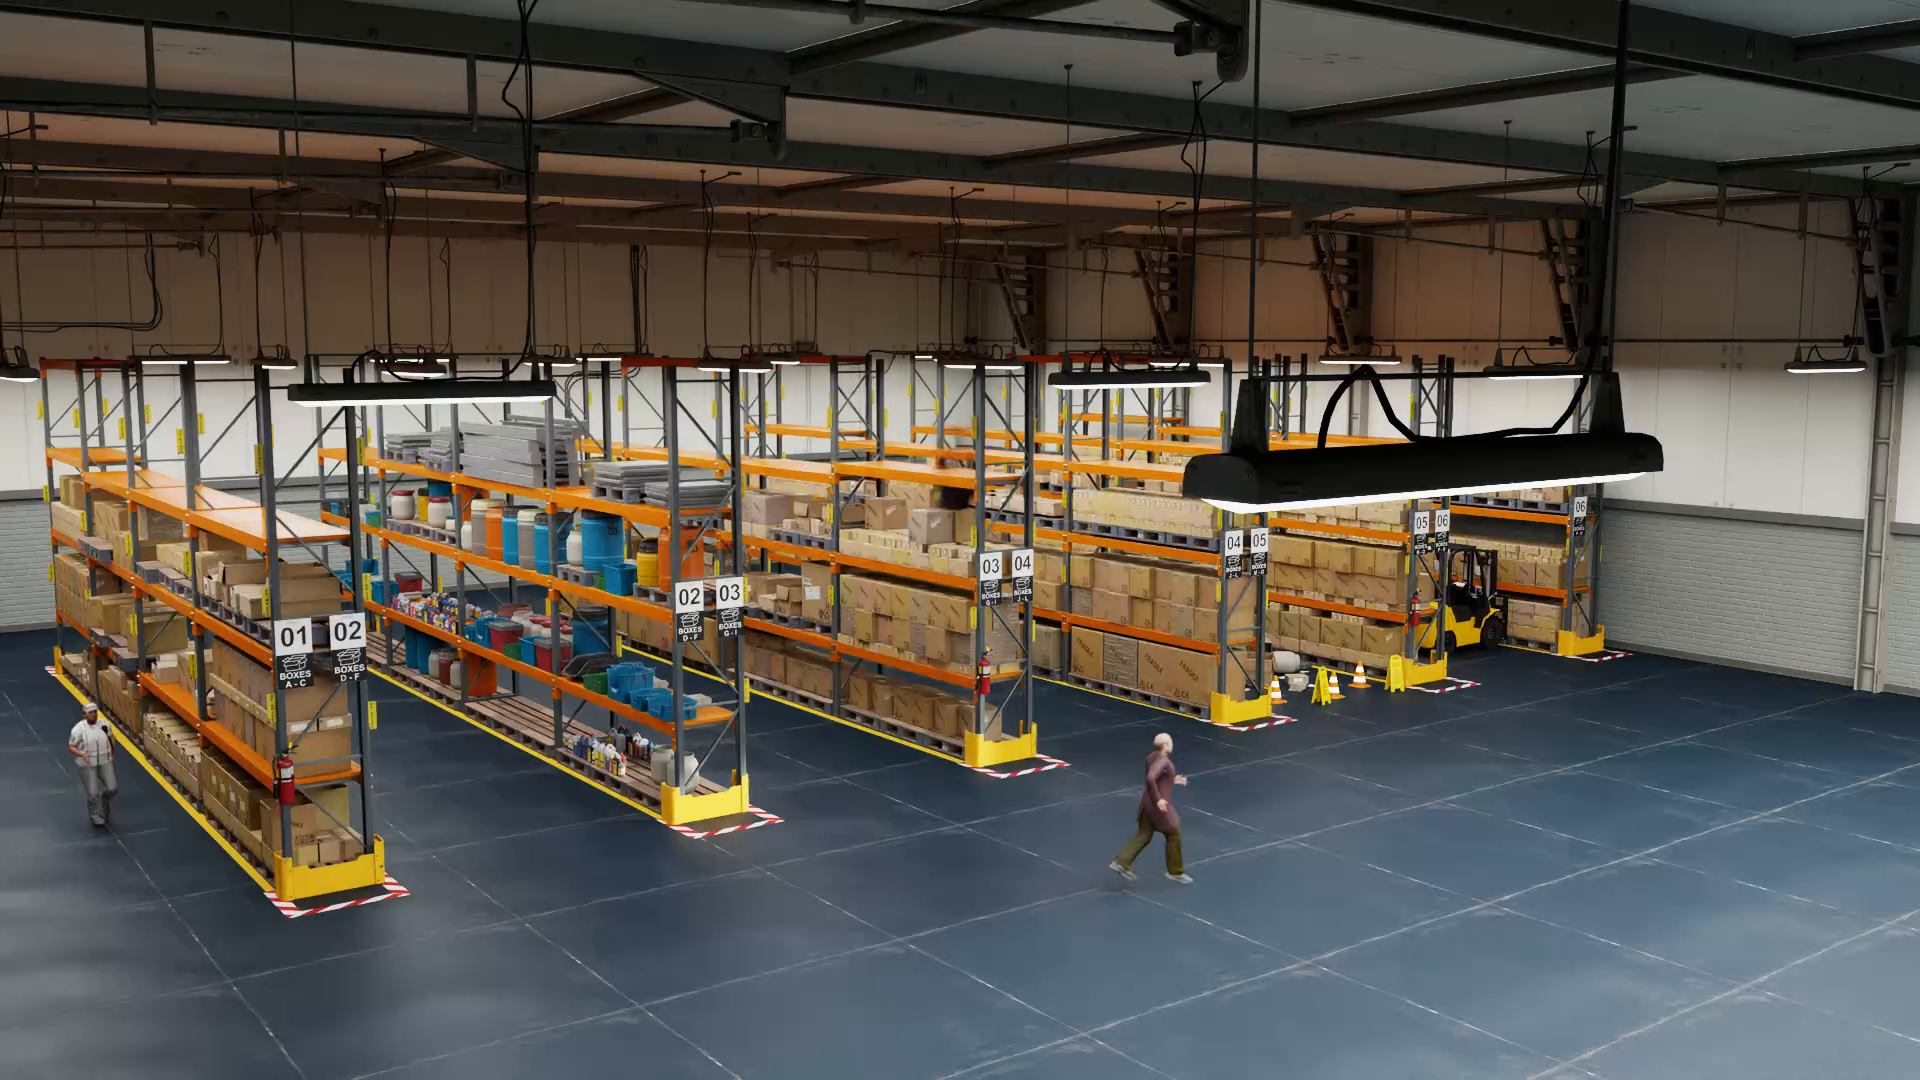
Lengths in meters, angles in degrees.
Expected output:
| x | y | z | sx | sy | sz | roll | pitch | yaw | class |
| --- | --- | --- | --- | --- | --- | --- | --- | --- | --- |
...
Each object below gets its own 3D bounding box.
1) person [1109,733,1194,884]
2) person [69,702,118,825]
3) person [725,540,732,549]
| x | y | z | sx | sy | sz | roll | pitch | yaw | class |
| --- | --- | --- | --- | --- | --- | --- | --- | --- | --- |
| 2.240 | 3.138 | 19.310 | 1.026 | 1.804 | 0.649 | -2 | 7 | -19 | person |
| -11.288 | 2.921 | 21.729 | 0.581 | 1.622 | 0.536 | -6 | 9 | -43 | person |
| -5.816 | 0.522 | 41.566 | 0.609 | 1.632 | 0.789 | -6 | 9 | -41 | person |
